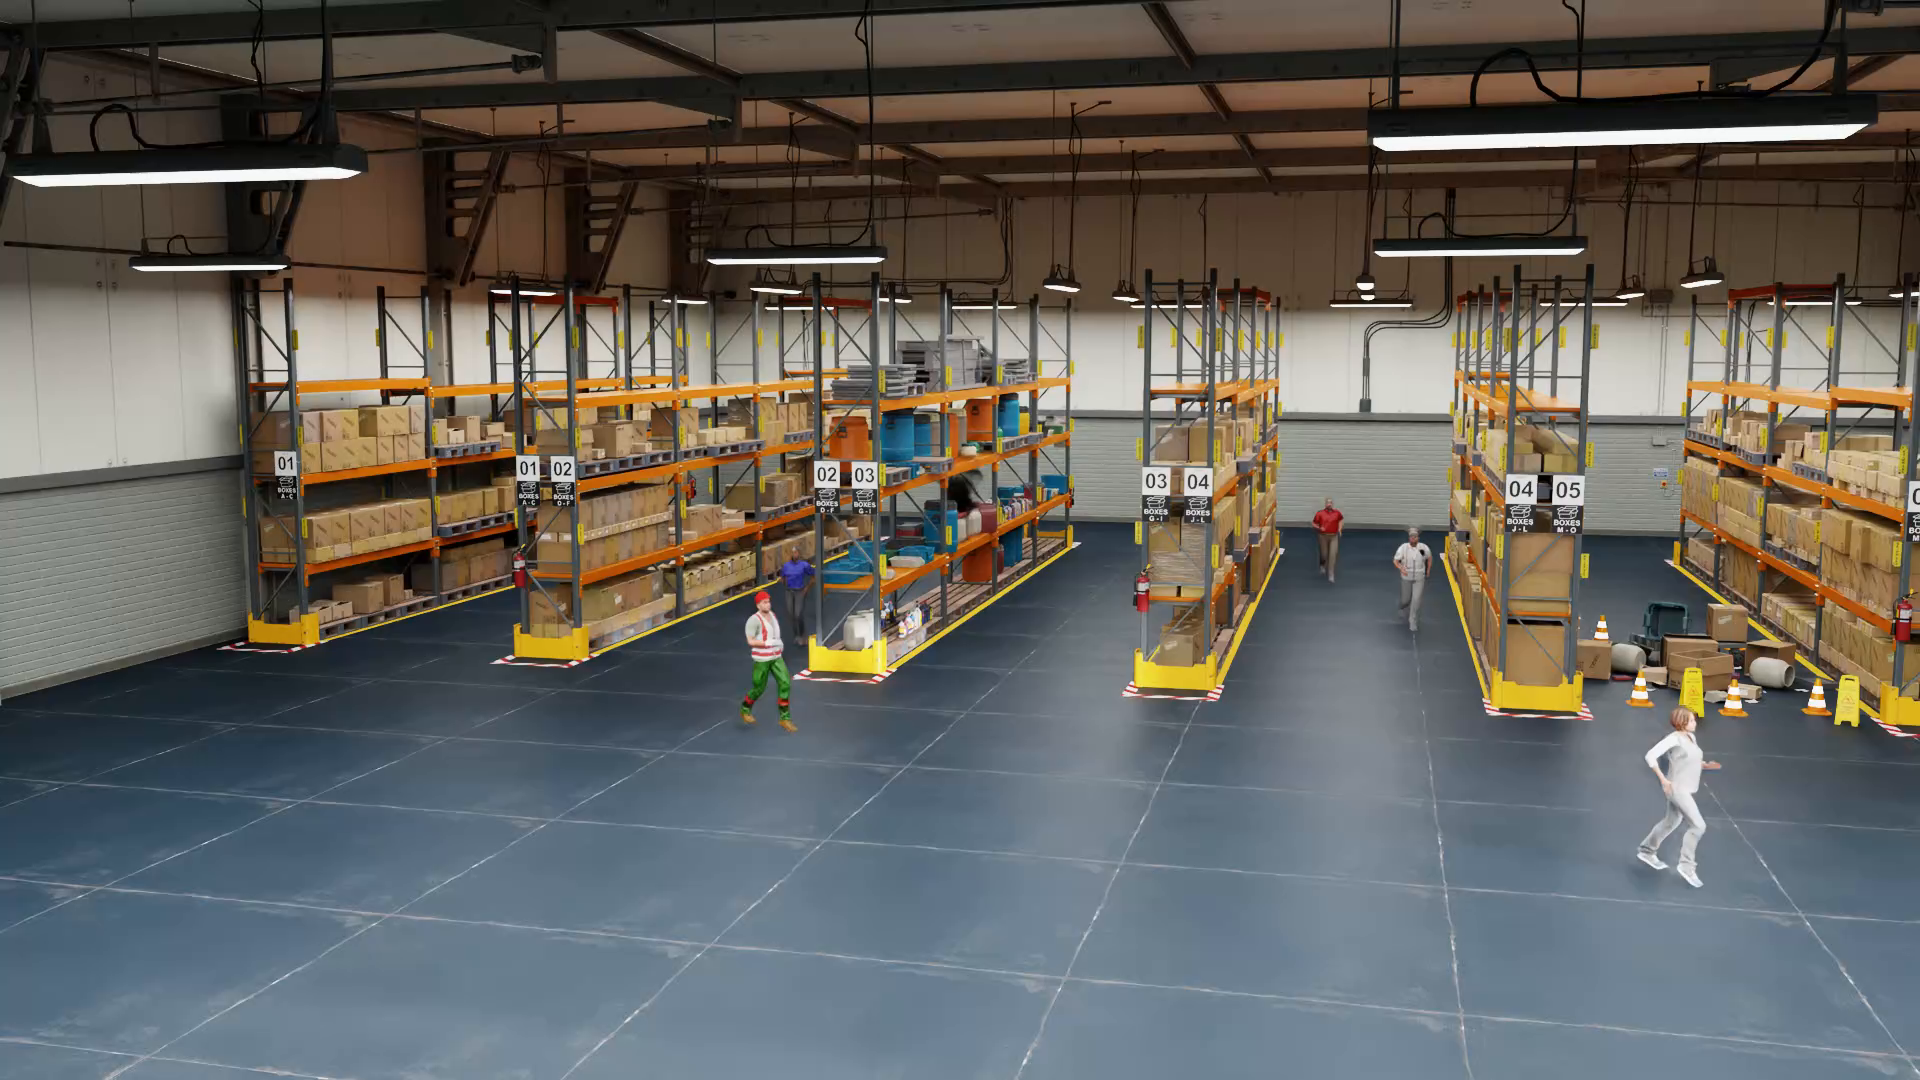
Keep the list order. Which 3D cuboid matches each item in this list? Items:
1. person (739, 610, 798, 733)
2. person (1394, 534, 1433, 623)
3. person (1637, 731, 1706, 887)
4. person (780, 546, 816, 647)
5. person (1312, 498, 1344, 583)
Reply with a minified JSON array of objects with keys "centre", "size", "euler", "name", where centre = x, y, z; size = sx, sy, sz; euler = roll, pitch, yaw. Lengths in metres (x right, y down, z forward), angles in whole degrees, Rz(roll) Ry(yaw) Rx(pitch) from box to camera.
[{"centre":[-2.439,1.669,21.496],"size":[0.908,1.555,0.542],"euler":[6,9,42],"name":"person"},{"centre":[7.924,0.638,29.074],"size":[0.670,1.622,0.705],"euler":[1,7,10],"name":"person"},{"centre":[6.645,2.473,15.486],"size":[0.626,1.422,0.355],"euler":[6,9,39],"name":"person"},{"centre":[-2.692,0.935,27.228],"size":[0.561,1.657,0.638],"euler":[1,7,12],"name":"person"},{"centre":[7.693,-0.015,34.730],"size":[0.664,1.725,0.954],"euler":[1,7,5],"name":"person"}]
